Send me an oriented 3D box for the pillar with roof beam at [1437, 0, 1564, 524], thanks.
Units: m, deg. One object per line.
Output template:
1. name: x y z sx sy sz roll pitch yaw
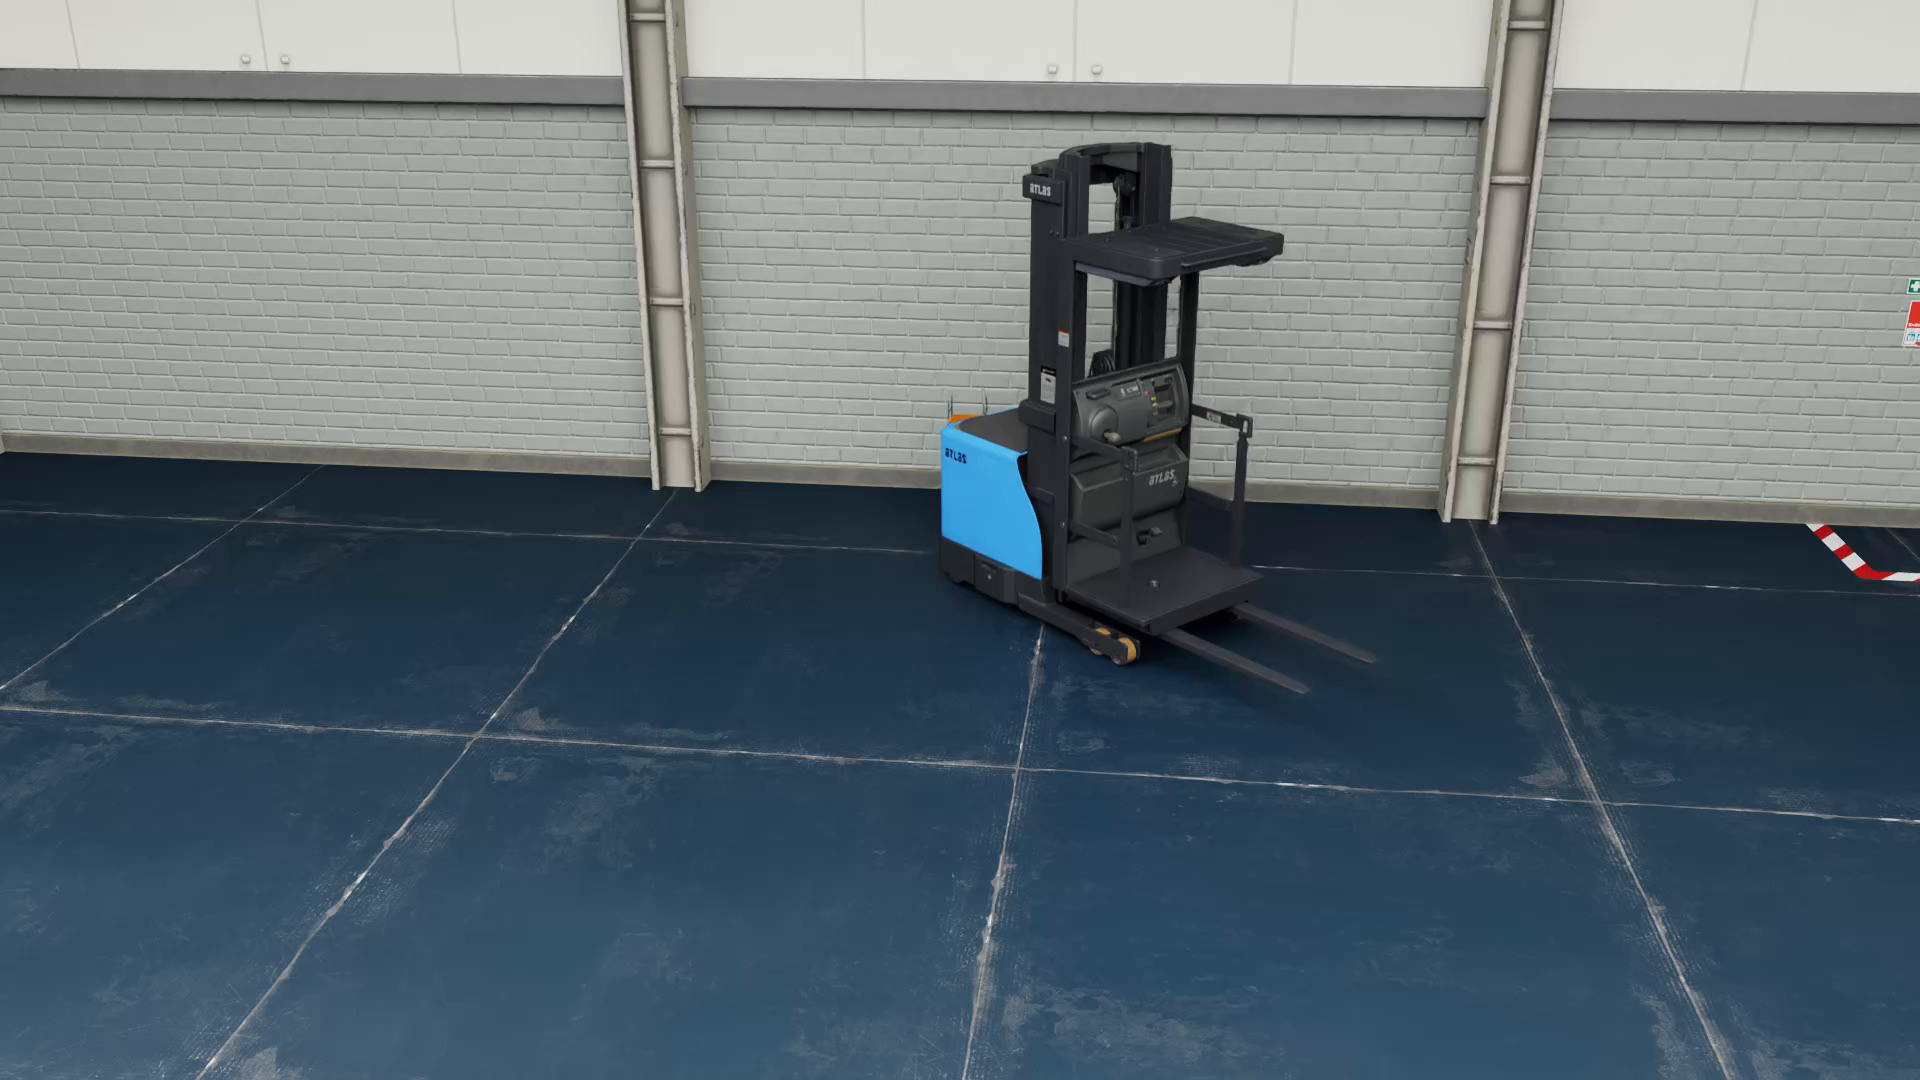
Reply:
1. pillar with roof beam: 3.272 -2.794 6.768 0.400 9.000 9.100 2 22 6

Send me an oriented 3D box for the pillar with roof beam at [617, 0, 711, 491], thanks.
1. pillar with roof beam: -2.687 -3.054 7.425 0.400 9.000 9.100 2 22 6

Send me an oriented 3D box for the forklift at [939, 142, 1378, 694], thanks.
1. forklift: 1.187 -0.815 10.015 1.130 2.935 3.031 -17 27 -36

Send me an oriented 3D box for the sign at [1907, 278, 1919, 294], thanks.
1. sign: 6.754 -1.759 11.539 0.331 0.109 0.001 2 22 6

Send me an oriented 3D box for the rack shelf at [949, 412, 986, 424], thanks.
1. rack shelf: 0.053 -0.740 11.641 0.240 0.259 0.215 2 22 6

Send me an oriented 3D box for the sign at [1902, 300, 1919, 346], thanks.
1. sign: 6.750 -1.516 11.645 0.234 0.329 0.001 2 22 6

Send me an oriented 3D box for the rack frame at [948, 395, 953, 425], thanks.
1. rack frame: -0.068 -0.491 11.754 0.008 1.050 0.200 2 22 6

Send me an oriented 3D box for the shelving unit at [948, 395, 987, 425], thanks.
1. shelving unit: 0.053 -0.486 11.741 0.252 1.050 0.215 2 22 6

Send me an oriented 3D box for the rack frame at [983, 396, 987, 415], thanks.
1. rack frame: 0.174 -0.481 11.728 0.008 1.050 0.200 2 22 6

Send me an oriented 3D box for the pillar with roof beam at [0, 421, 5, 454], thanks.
1. pillar with roof beam: -8.645 -3.314 8.082 0.400 9.000 9.100 2 22 6
